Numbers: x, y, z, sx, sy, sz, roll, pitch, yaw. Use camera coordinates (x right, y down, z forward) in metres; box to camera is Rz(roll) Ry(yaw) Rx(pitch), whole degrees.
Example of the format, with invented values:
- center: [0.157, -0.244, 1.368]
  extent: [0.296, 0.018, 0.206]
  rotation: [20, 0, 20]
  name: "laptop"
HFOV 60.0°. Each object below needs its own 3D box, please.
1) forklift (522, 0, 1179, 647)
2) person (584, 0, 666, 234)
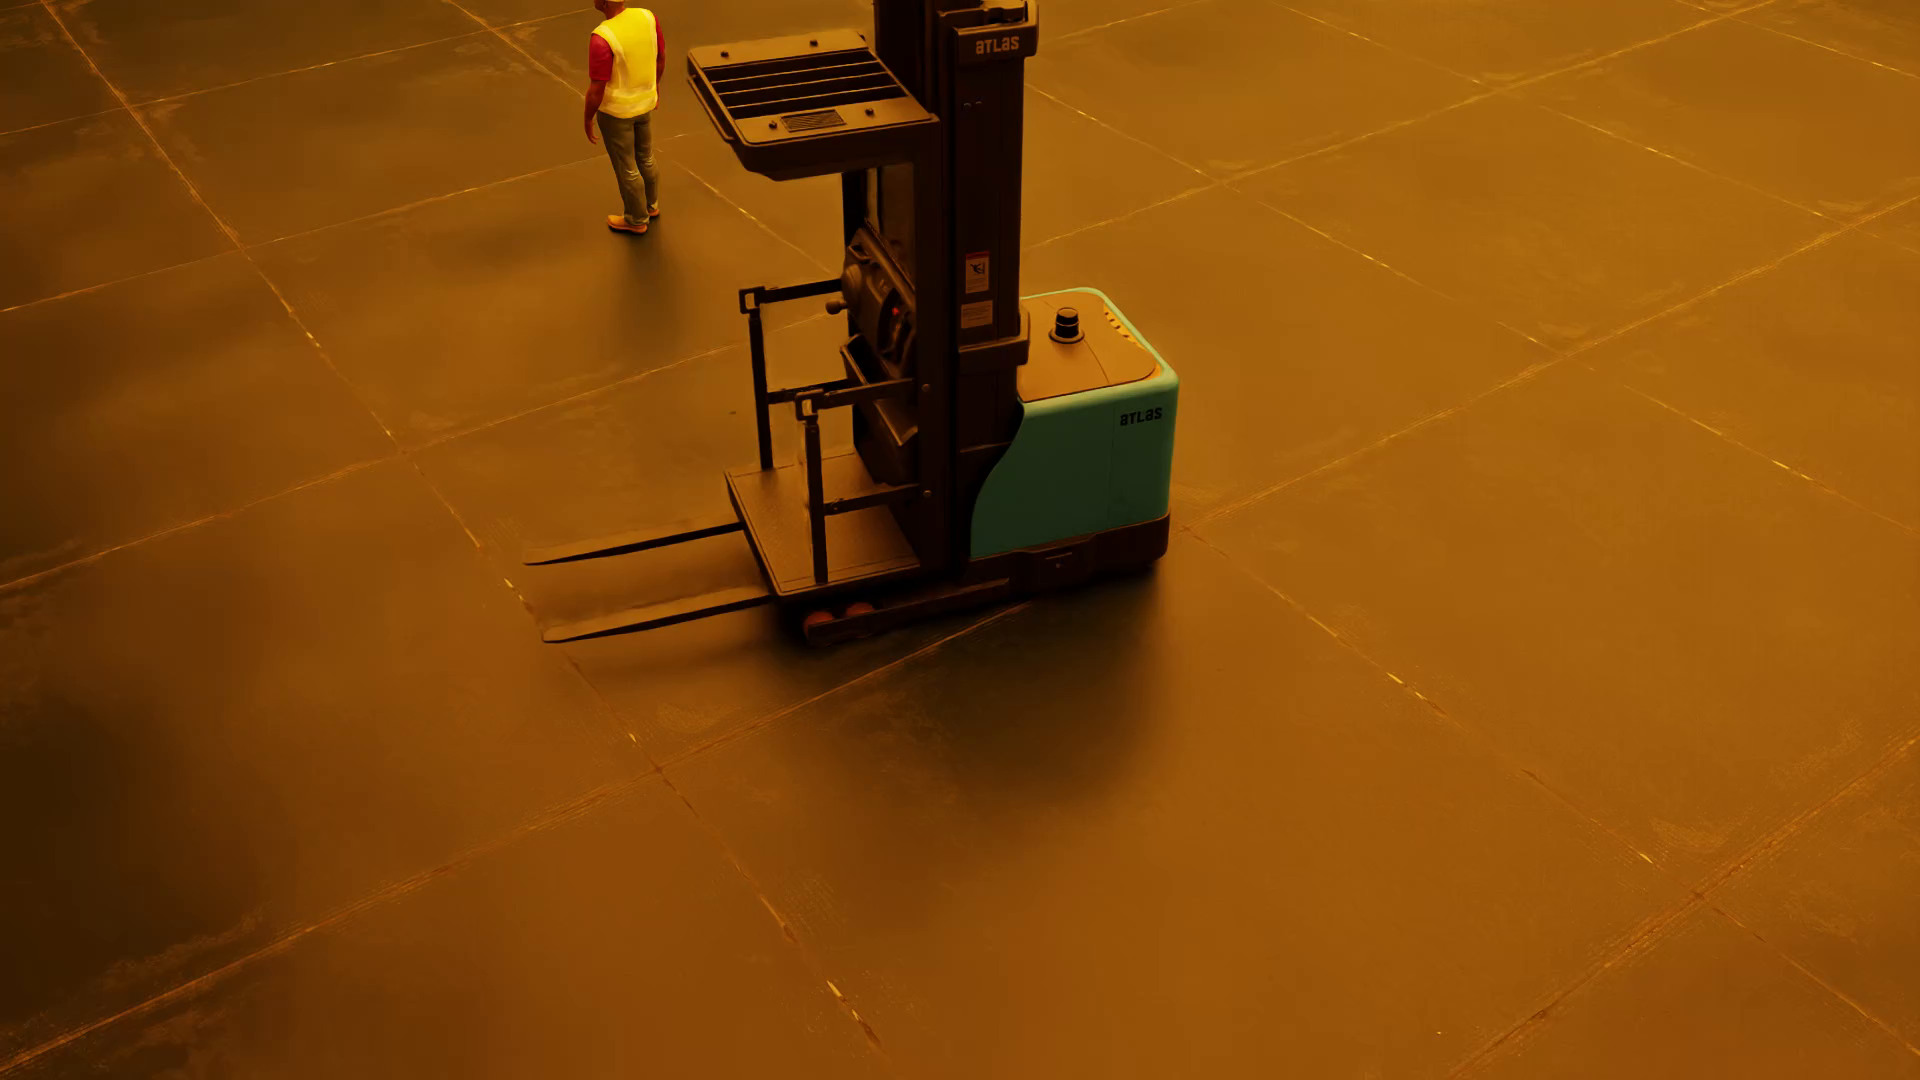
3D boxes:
- center: [-0.549, -1.035, 7.344]
  extent: [3.031, 2.935, 1.130]
  rotation: [-12, 38, -16]
  name: "forklift"
- center: [-2.213, -2.829, 10.738]
  extent: [0.578, 1.765, 0.666]
  rotation: [23, 42, 28]
  name: "person"
